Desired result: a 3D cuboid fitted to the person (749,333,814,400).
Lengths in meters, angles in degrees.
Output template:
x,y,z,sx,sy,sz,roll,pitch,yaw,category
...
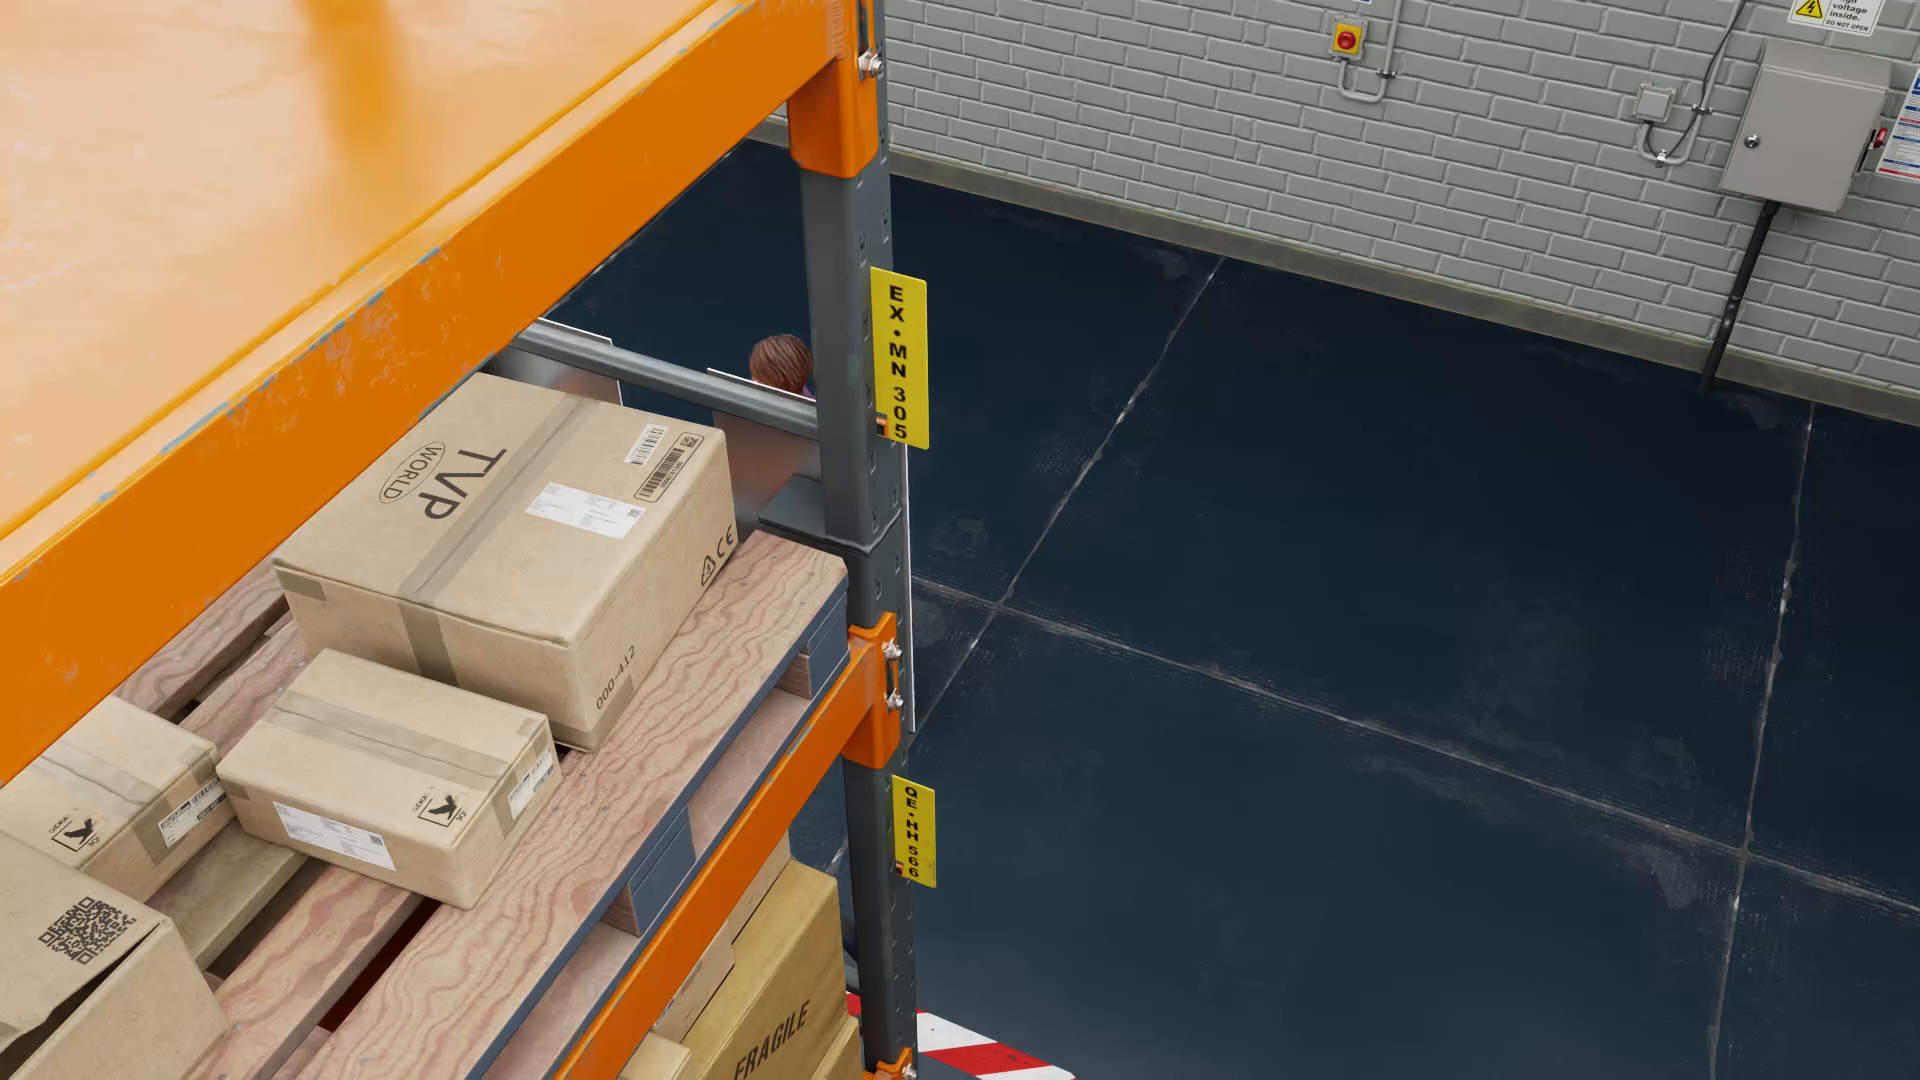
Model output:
x,y,z,sx,sy,sz,roll,pitch,yaw,category
-0.682,-0.077,6.246,0.445,1.596,0.453,-12,44,-13,person
